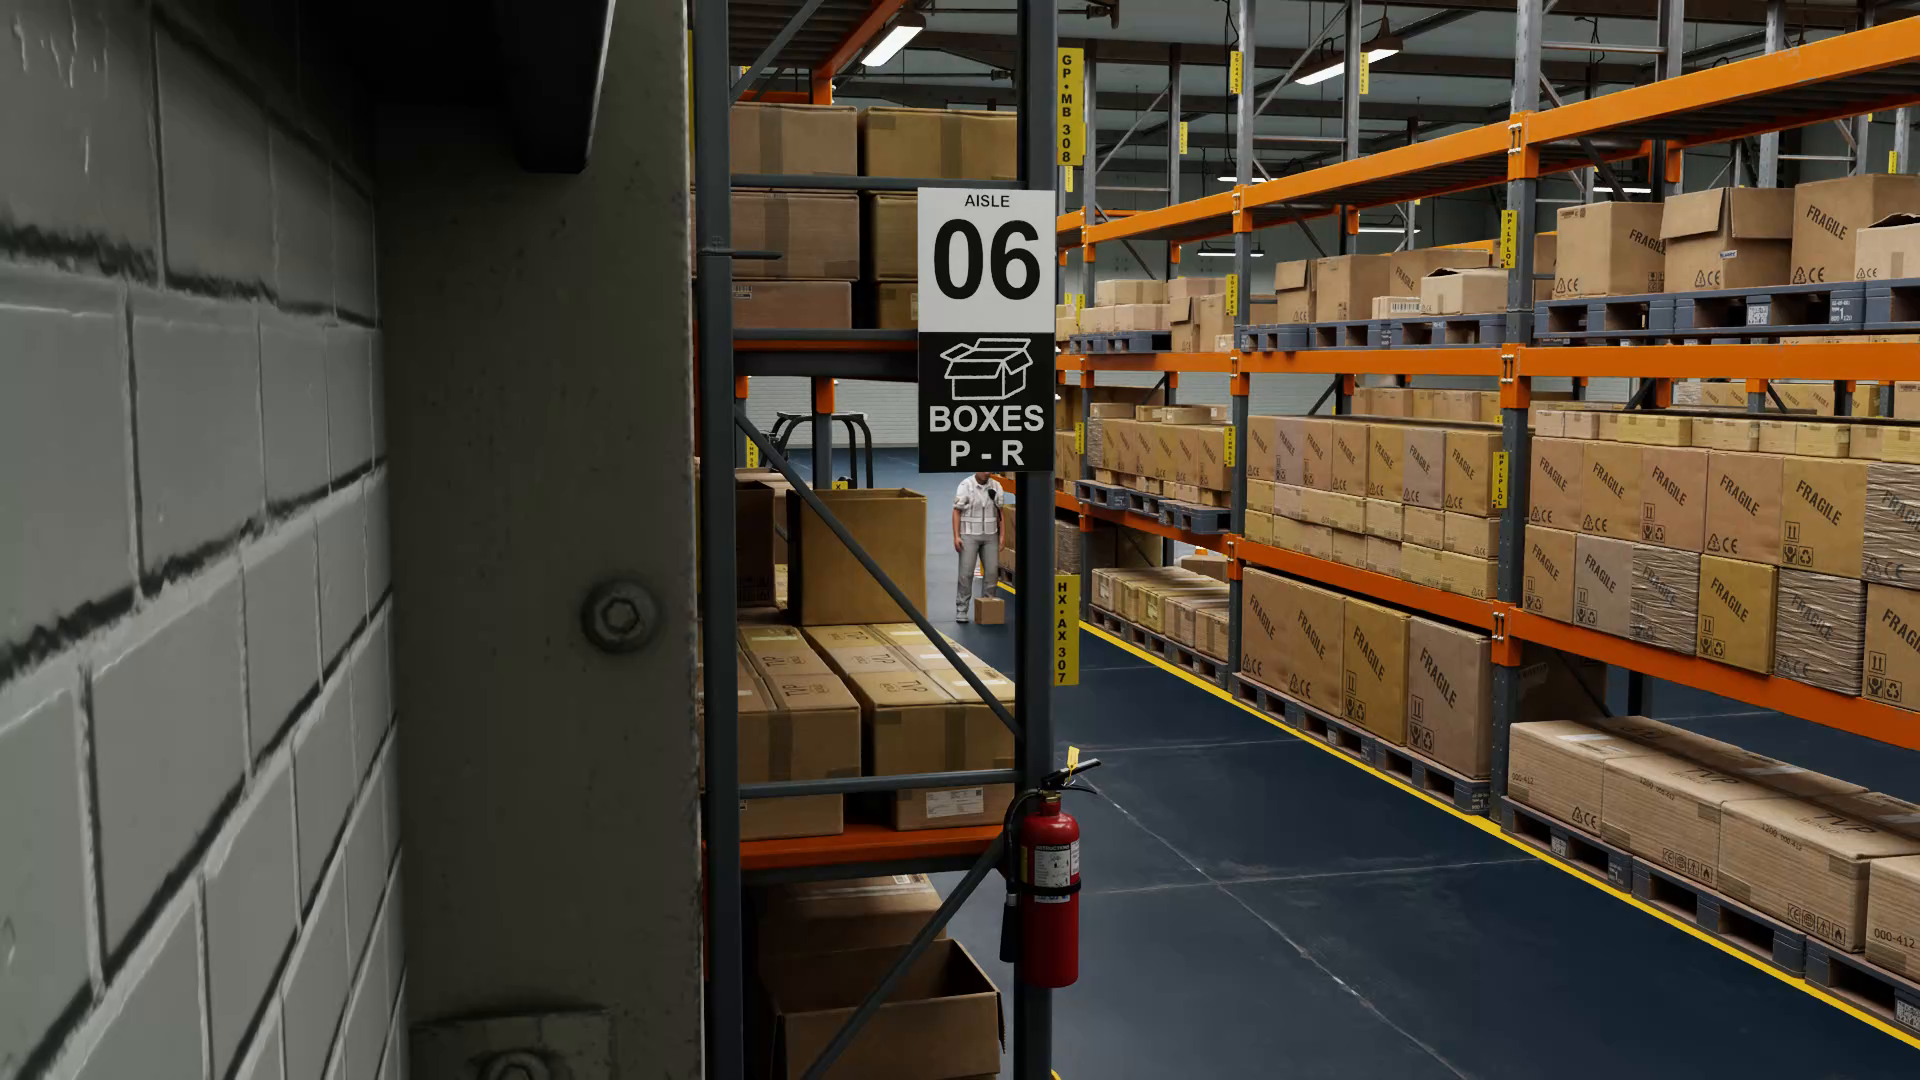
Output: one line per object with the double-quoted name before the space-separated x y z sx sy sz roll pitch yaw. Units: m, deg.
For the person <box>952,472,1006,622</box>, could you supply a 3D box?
"person" 0.201 -0.028 17.640 0.587 1.748 0.436 -2 6 -18
